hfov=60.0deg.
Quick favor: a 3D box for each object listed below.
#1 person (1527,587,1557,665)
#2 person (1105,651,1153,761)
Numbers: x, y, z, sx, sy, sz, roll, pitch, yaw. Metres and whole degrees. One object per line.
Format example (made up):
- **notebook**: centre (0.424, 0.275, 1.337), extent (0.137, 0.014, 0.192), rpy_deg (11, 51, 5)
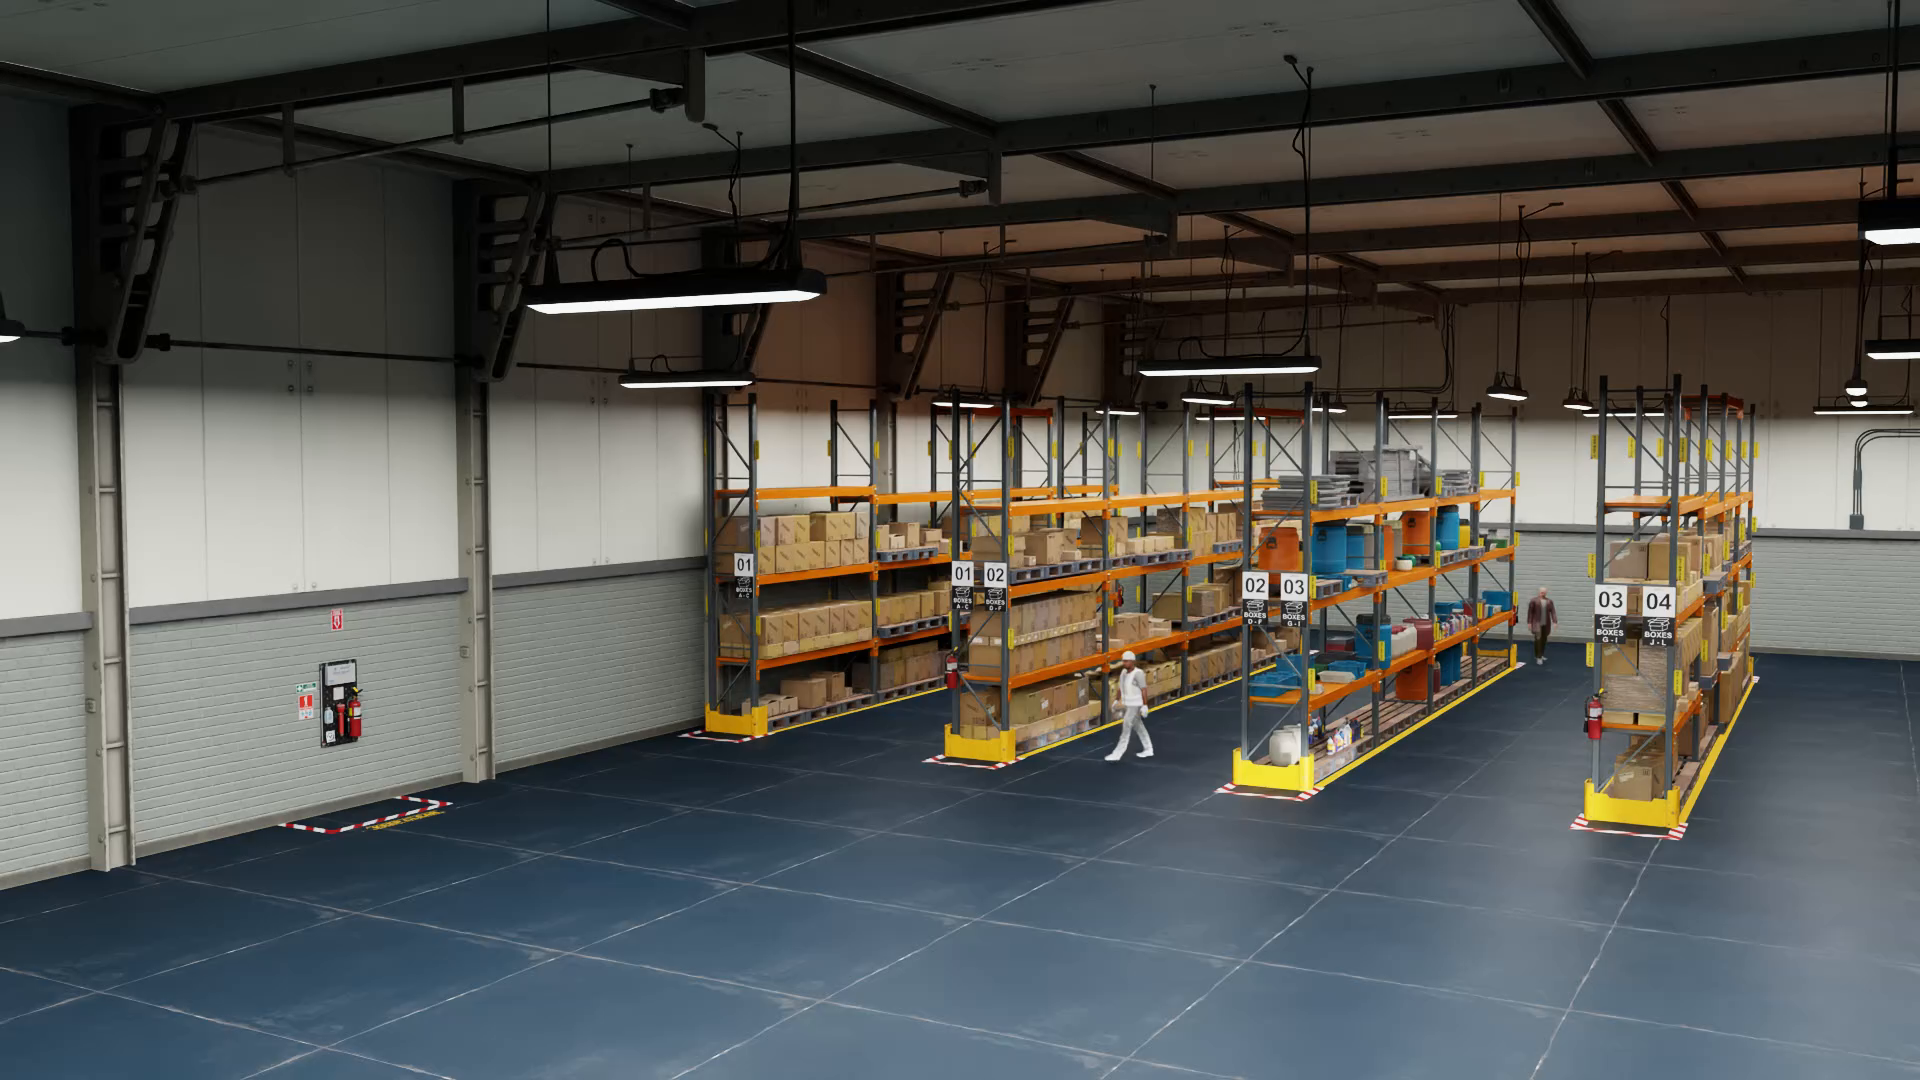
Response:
- **person**: centre (13.713, 2.009, 39.164), extent (0.627, 1.809, 0.728), rpy_deg (0, 3, 0)
- **person**: centre (2.695, 2.656, 26.766), extent (0.991, 1.732, 0.582), rpy_deg (-1, 3, -21)
